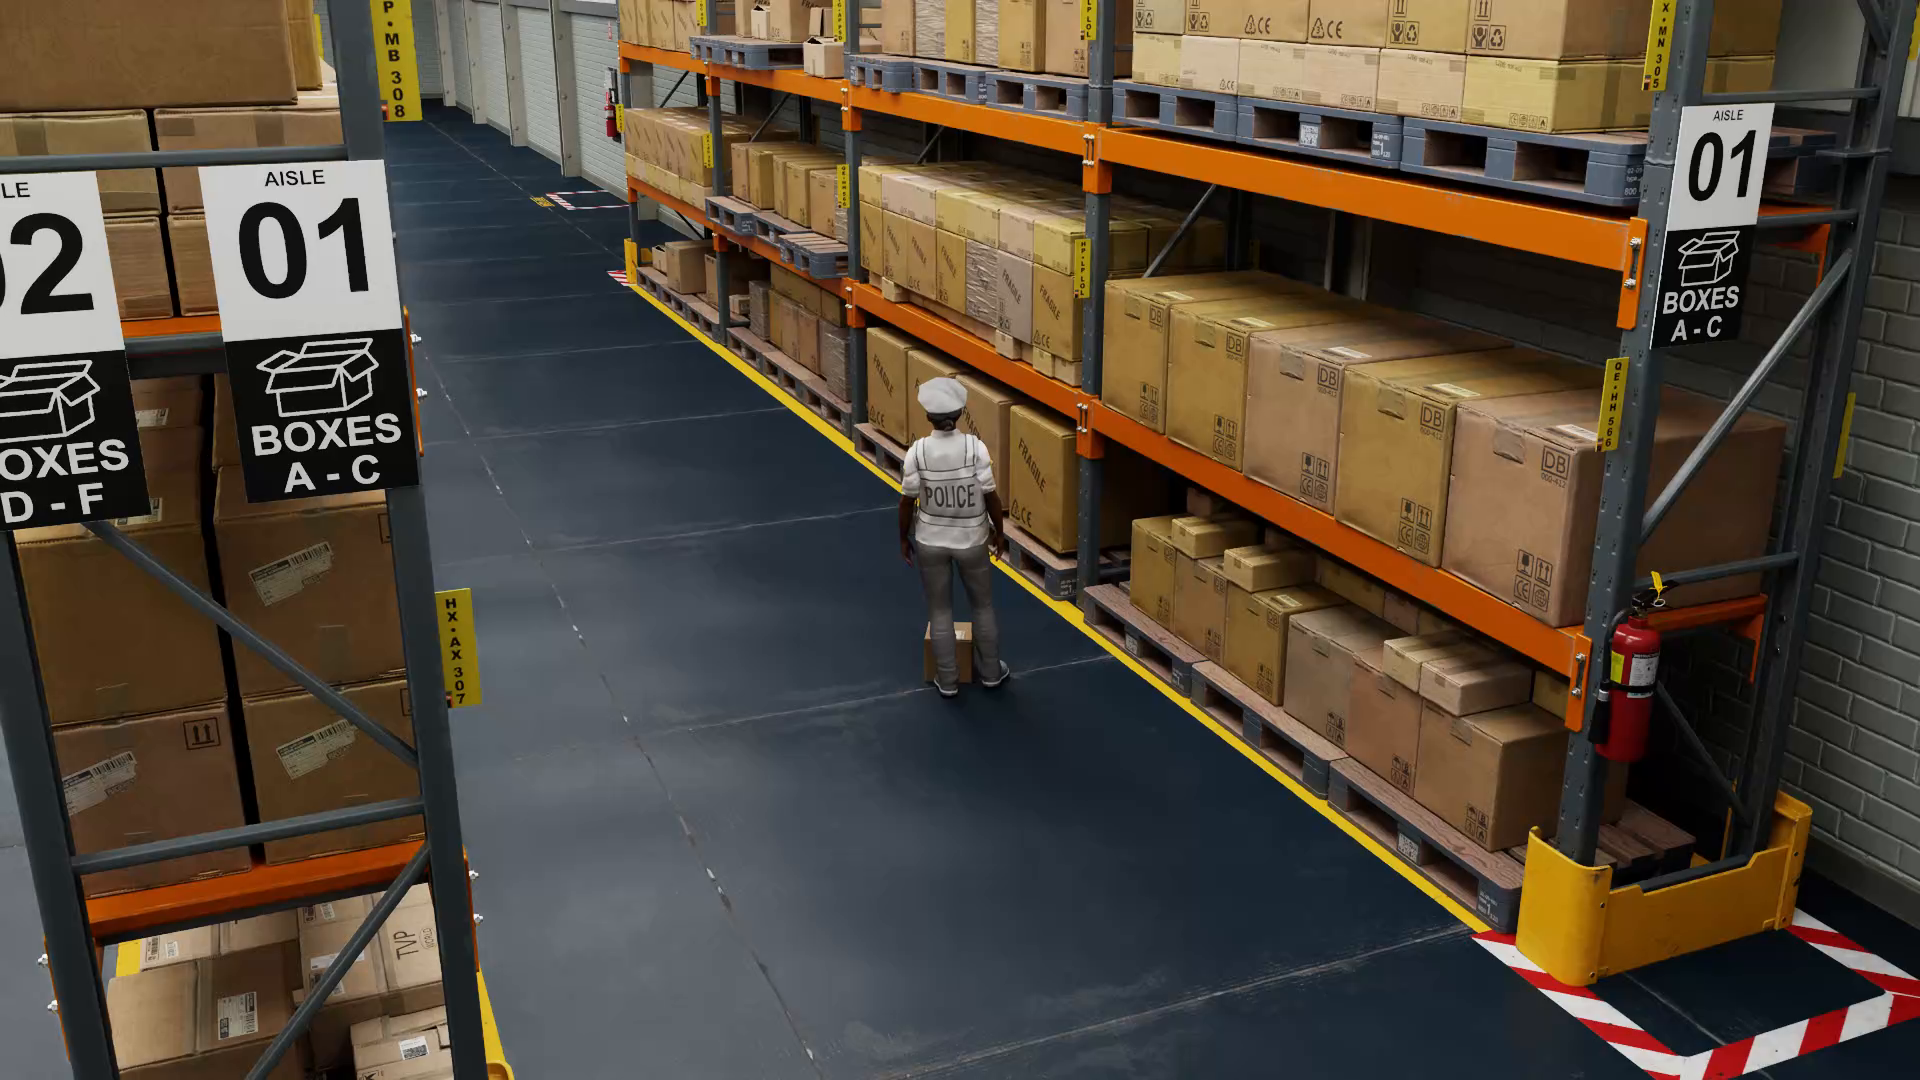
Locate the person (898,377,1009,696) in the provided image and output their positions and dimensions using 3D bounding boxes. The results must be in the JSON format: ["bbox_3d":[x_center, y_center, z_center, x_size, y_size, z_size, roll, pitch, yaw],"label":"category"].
[{"bbox_3d":[-0.026,-0.020,8.541,0.569,1.696,0.528,1,19,2],"label":"person"}]
